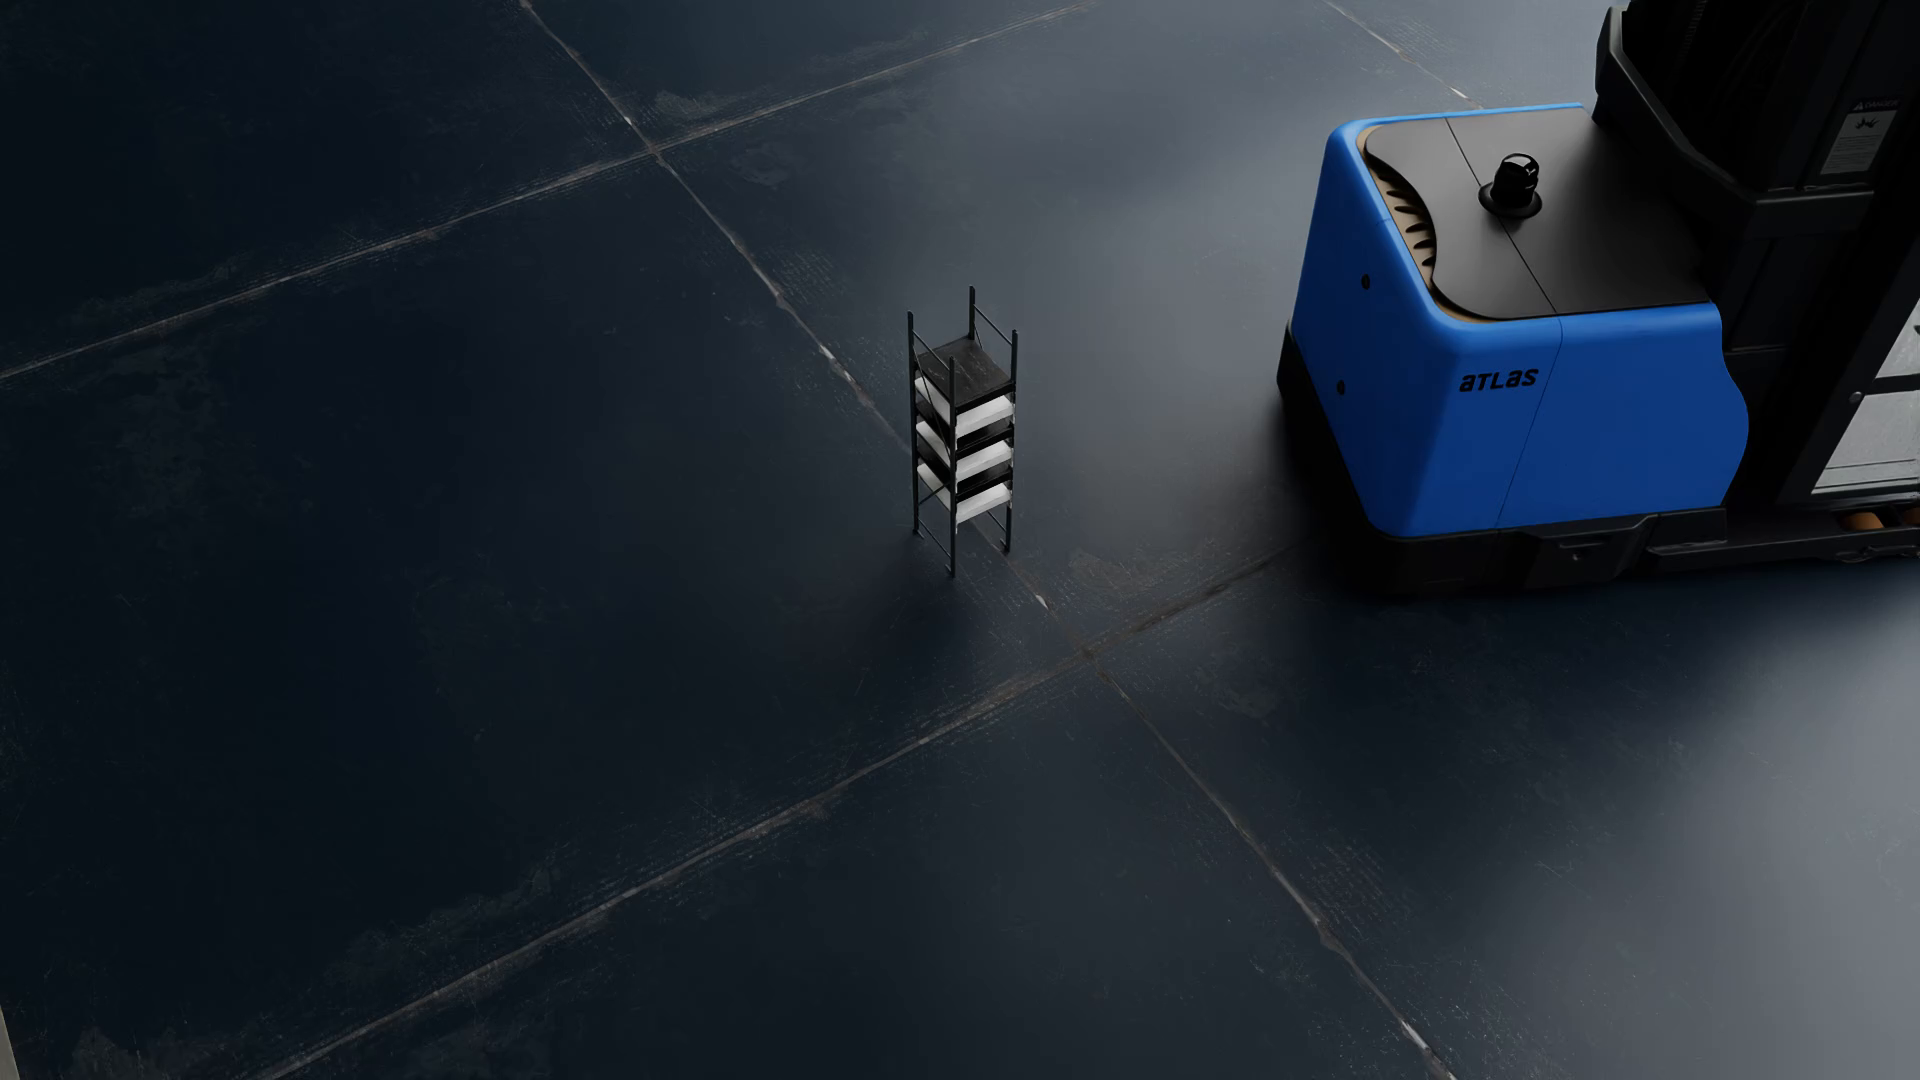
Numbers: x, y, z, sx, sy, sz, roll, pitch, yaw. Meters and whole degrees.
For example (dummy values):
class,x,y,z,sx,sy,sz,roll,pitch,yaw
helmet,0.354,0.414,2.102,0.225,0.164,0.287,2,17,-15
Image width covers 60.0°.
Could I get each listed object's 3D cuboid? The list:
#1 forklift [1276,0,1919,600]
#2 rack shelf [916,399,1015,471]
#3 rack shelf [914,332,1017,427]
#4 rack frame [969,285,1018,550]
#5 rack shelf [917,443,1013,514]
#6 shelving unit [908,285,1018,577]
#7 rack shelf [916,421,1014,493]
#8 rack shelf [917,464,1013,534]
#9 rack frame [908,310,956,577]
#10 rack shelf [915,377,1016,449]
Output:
class,x,y,z,sx,sy,sz,roll,pitch,yaw
forklift,2.630,-1.292,4.438,3.031,2.935,1.130,-6,49,-5
rack shelf,0.007,-0.340,4.874,0.200,0.077,0.258,-25,53,-21
rack shelf,0.007,-0.460,4.740,0.200,0.077,0.258,-25,53,-21
rack frame,0.093,-0.343,4.953,0.006,0.900,0.240,-25,53,-21
rack shelf,0.007,-0.220,5.009,0.200,0.077,0.258,-25,53,-21
shelving unit,0.007,-0.303,4.917,0.210,0.900,0.258,-25,53,-21
rack shelf,0.007,-0.280,4.942,0.200,0.077,0.258,-25,53,-21
rack shelf,0.007,-0.161,5.076,0.200,0.077,0.258,-25,53,-21
rack frame,-0.079,-0.262,4.881,0.006,0.900,0.240,-25,53,-21
rack shelf,0.007,-0.400,4.807,0.200,0.077,0.258,-25,53,-21
